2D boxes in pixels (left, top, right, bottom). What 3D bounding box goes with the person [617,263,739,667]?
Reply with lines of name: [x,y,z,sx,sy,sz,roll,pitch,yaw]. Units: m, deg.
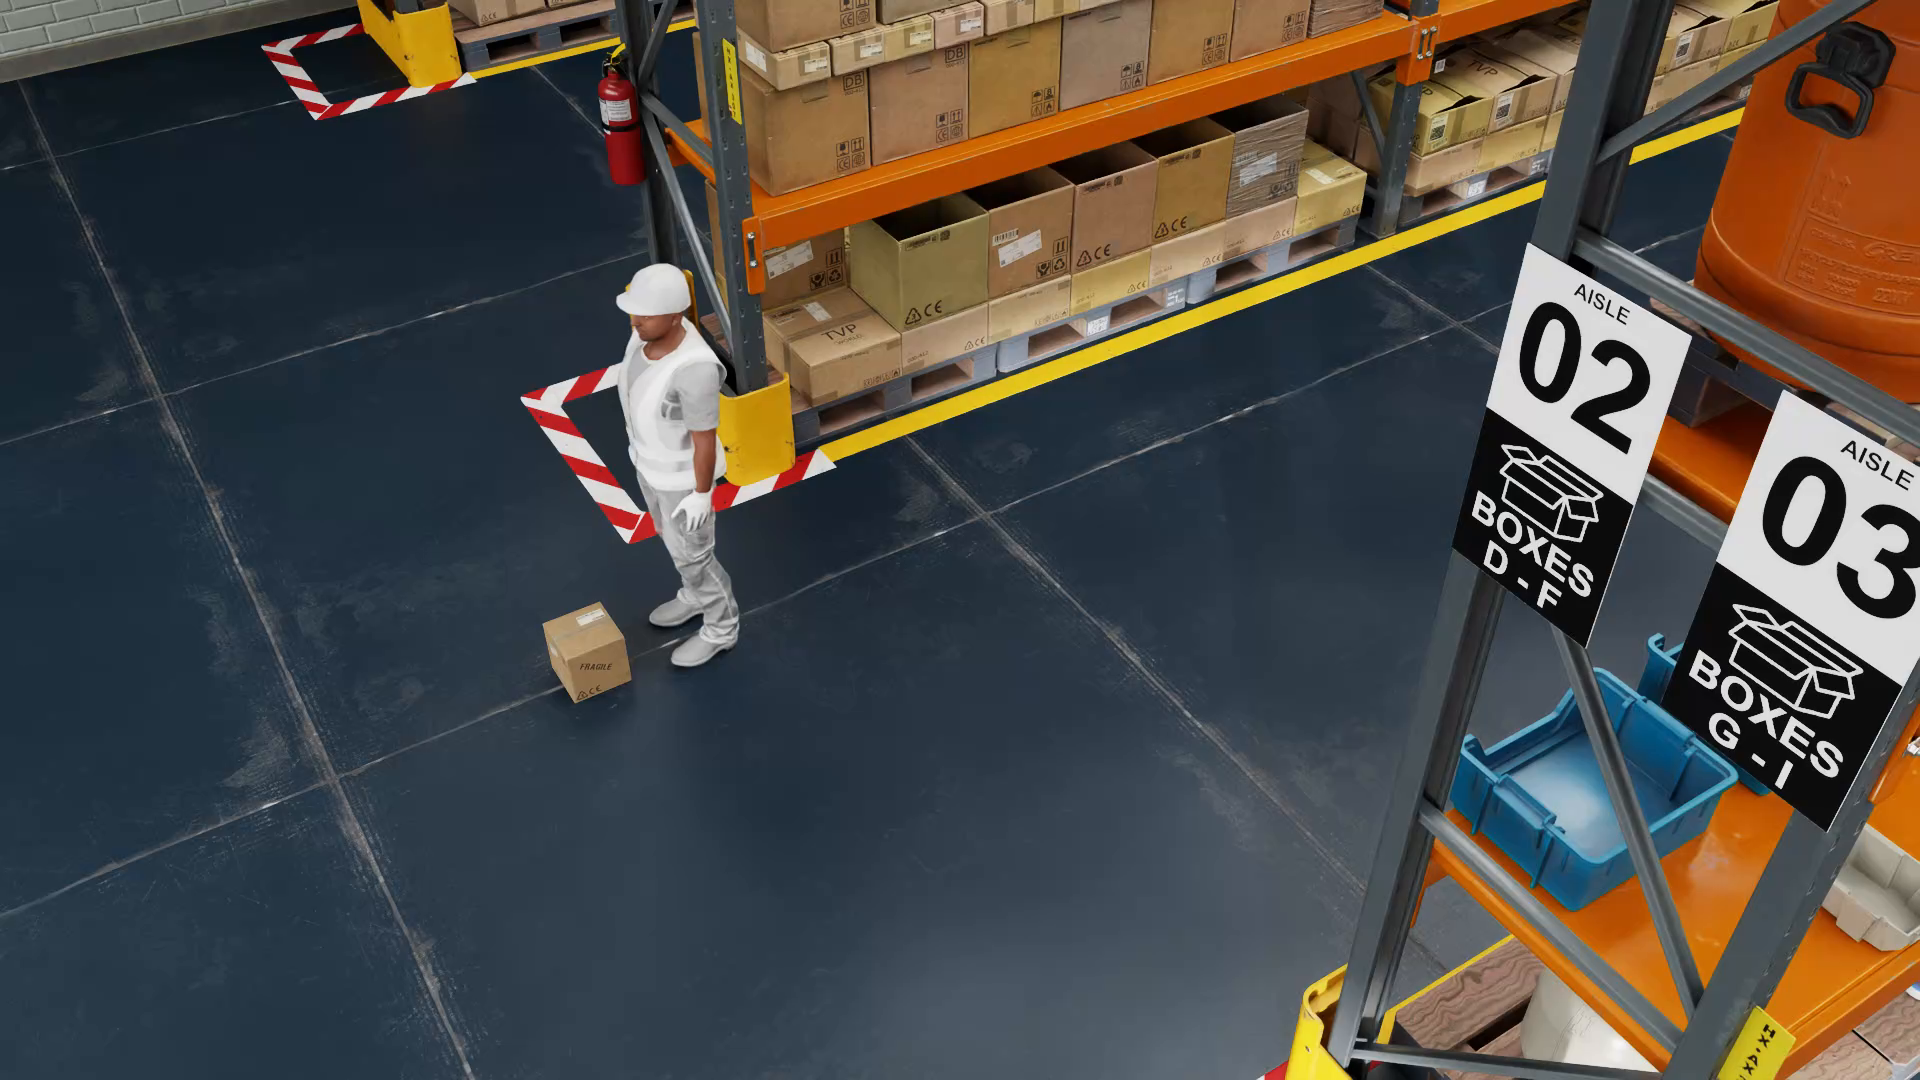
person: [-1.103,-0.286,6.478,0.366,1.781,0.546,-22,45,-23]
